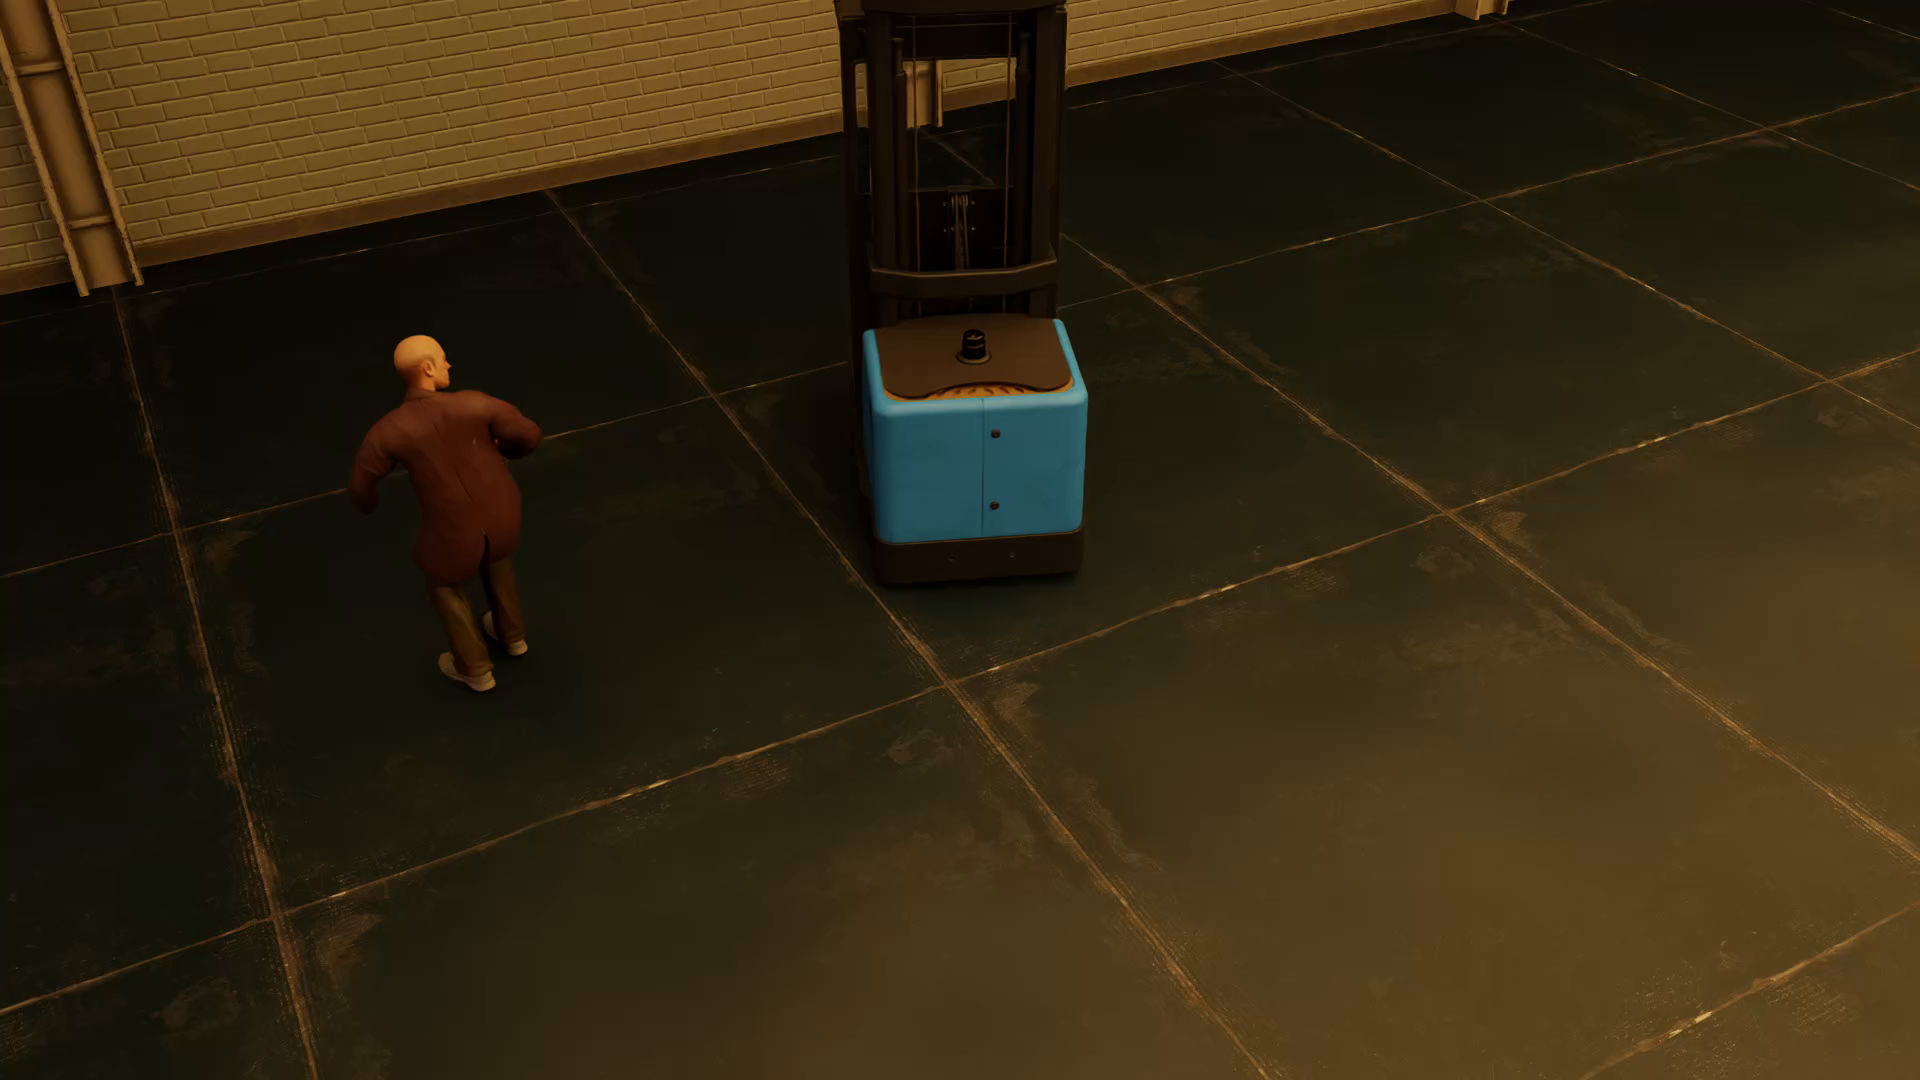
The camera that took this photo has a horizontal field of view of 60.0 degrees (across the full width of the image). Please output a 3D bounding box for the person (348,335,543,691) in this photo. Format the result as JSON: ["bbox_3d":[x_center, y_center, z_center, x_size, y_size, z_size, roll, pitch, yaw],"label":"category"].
[{"bbox_3d":[-2.251,-0.137,7.393,0.825,1.728,0.548,-18,39,-23],"label":"person"}]

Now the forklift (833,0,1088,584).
[{"bbox_3d":[-0.062,-1.816,8.692,1.130,2.935,3.031,-4,35,-5],"label":"forklift"}]
